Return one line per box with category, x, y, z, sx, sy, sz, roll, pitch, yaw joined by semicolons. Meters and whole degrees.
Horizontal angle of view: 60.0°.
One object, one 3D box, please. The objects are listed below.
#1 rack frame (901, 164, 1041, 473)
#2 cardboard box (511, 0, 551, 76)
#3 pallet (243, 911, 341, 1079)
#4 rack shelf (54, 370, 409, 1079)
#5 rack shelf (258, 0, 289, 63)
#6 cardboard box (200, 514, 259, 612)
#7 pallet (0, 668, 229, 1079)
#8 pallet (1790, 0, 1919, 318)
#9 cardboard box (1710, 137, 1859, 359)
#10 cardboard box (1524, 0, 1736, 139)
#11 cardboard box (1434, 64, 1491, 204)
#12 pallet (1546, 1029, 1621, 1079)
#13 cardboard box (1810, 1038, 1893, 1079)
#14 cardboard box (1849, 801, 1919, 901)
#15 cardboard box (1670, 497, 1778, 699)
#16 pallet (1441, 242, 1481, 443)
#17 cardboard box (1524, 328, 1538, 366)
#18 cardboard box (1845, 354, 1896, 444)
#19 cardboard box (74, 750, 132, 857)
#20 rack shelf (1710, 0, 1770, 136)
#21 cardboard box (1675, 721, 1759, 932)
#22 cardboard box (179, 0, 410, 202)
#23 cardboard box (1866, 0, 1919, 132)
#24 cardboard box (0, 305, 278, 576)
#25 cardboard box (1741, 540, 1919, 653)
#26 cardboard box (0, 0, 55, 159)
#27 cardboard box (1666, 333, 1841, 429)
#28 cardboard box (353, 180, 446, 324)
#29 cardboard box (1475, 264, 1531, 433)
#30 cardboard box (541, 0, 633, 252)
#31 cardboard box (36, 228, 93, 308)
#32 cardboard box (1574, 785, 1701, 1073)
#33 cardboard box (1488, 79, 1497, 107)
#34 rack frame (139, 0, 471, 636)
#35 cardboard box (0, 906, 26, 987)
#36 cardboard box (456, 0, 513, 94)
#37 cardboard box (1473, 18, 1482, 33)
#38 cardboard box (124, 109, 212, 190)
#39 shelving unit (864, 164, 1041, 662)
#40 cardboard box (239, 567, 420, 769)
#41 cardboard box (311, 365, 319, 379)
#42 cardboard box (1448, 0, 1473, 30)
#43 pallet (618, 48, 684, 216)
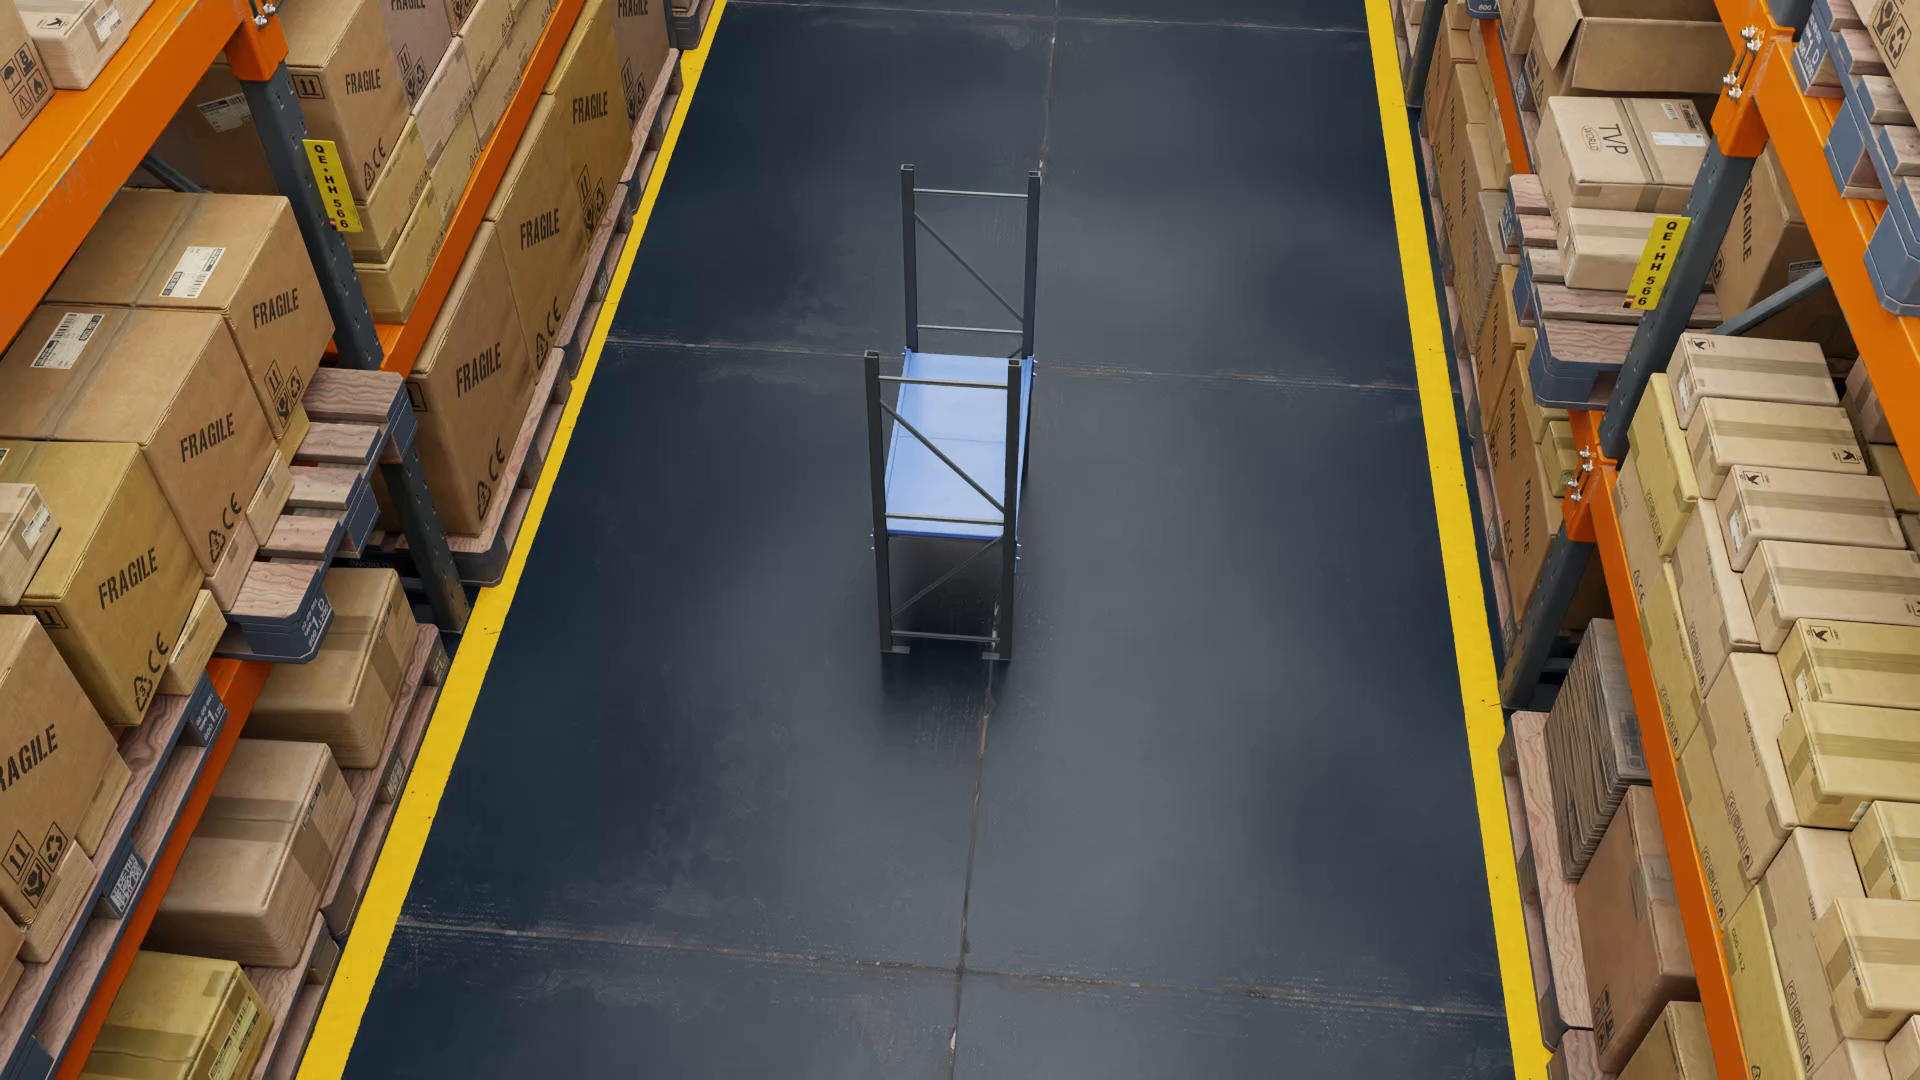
rack frame;0.039;-0.817;6.507;0.500;1.500;0.032;4;48;4
cardboard box;-2.001;-2.141;6.803;0.500;0.250;0.500;4;48;4
pallet;-2.607;1.687;5.090;1.003;0.211;1.213;4;48;4
rack shelf;-2.602;0.990;4.325;1.077;0.370;4.000;4;48;4
rack shelf;-2.238;-2.961;5.906;1.077;0.370;4.000;4;48;4
cardboard box;-2.177;0.052;4.581;0.380;0.149;0.250;2;48;2
pallet;-2.560;0.800;4.141;1.003;0.211;1.213;4;48;4
pallet;2.550;-0.835;3.602;1.213;0.211;1.003;6;48;5
cardboard box;2.726;-0.934;5.245;0.500;0.500;0.500;6;48;5
cardboard box;2.488;-1.779;6.016;0.797;0.503;0.637;3;48;3
cardboard box;2.581;-1.896;7.887;0.500;0.500;0.500;3;48;3
pallet;2.296;2.047;4.761;1.003;0.211;1.213;4;48;4
cardboard box;2.041;1.298;3.318;0.500;0.250;0.500;5;48;4
cardboard box;2.166;0.718;3.580;0.380;0.149;0.250;4;48;4
cardboard box;2.193;0.168;4.352;0.500;0.250;0.500;5;48;5
pallet;2.743;-0.890;7.447;1.003;0.211;1.213;4;48;4
cardboard box;2.378;-0.681;6.336;0.380;0.149;0.250;2;48;2
cardboard box;2.695;-0.391;4.593;0.380;0.149;0.250;5;48;5
cardboard box;-2.278;0.622;4.060;0.380;0.149;0.250;2;48;2
rack shelf;2.706;-2.630;5.604;1.077;0.370;4.000;4;48;4
cardboard box;2.149;0.718;4.188;0.500;0.250;0.500;2;48;2
cardboard box;-2.132;-1.439;5.314;0.500;0.500;0.500;2;48;2
cardboard box;2.215;-1.097;3.293;0.500;0.500;0.500;4;48;4
cardboard box;-2.221;-0.265;4.431;0.500;0.500;0.500;3;48;3
cardboard box;2.169;0.151;4.098;0.380;0.149;0.250;4;48;4
cardboard box;-2.516;-1.072;3.623;0.700;0.500;0.500;4;48;4
cardboard box;2.201;-0.429;4.628;0.380;0.149;0.250;5;48;5
cardboard box;-2.125;-1.014;5.772;0.500;0.250;0.500;3;48;3
cardboard box;2.449;-0.766;6.853;0.500;0.500;0.500;6;48;5
cardboard box;-2.107;-1.961;7.692;0.875;0.875;0.875;5;48;5
cardboard box;-2.692;-0.683;4.814;0.500;0.500;0.500;3;48;2
cardboard box;2.401;1.207;4.964;0.875;0.625;0.625;5;48;5
cardboard box;2.618;-2.001;7.543;0.380;0.149;0.250;3;48;3
rack frame;-2.420;-0.722;5.404;1.000;3.000;0.127;4;48;4
cardboard box;-2.353;0.886;3.379;0.500;0.500;0.500;4;48;3
cardboard box;-2.022;-1.941;6.281;0.500;0.250;0.500;4;48;3
cardboard box;2.614;-2.508;7.805;0.380;0.149;0.250;2;48;2
cardboard box;-2.634;-1.491;5.361;0.500;0.500;0.500;3;48;2
shelving unit;-0.008;-0.443;6.165;0.538;1.500;1.048;4;48;4
cardboard box;-2.482;0.438;5.839;0.950;0.372;0.625;1;48;1
cardboard box;-2.216;-0.522;5.106;0.380;0.149;0.250;5;48;5
cardboard box;2.590;-2.602;8.092;0.380;0.149;0.250;6;48;5
pallet;-2.051;-2.148;8.598;1.003;0.211;1.213;4;48;4
